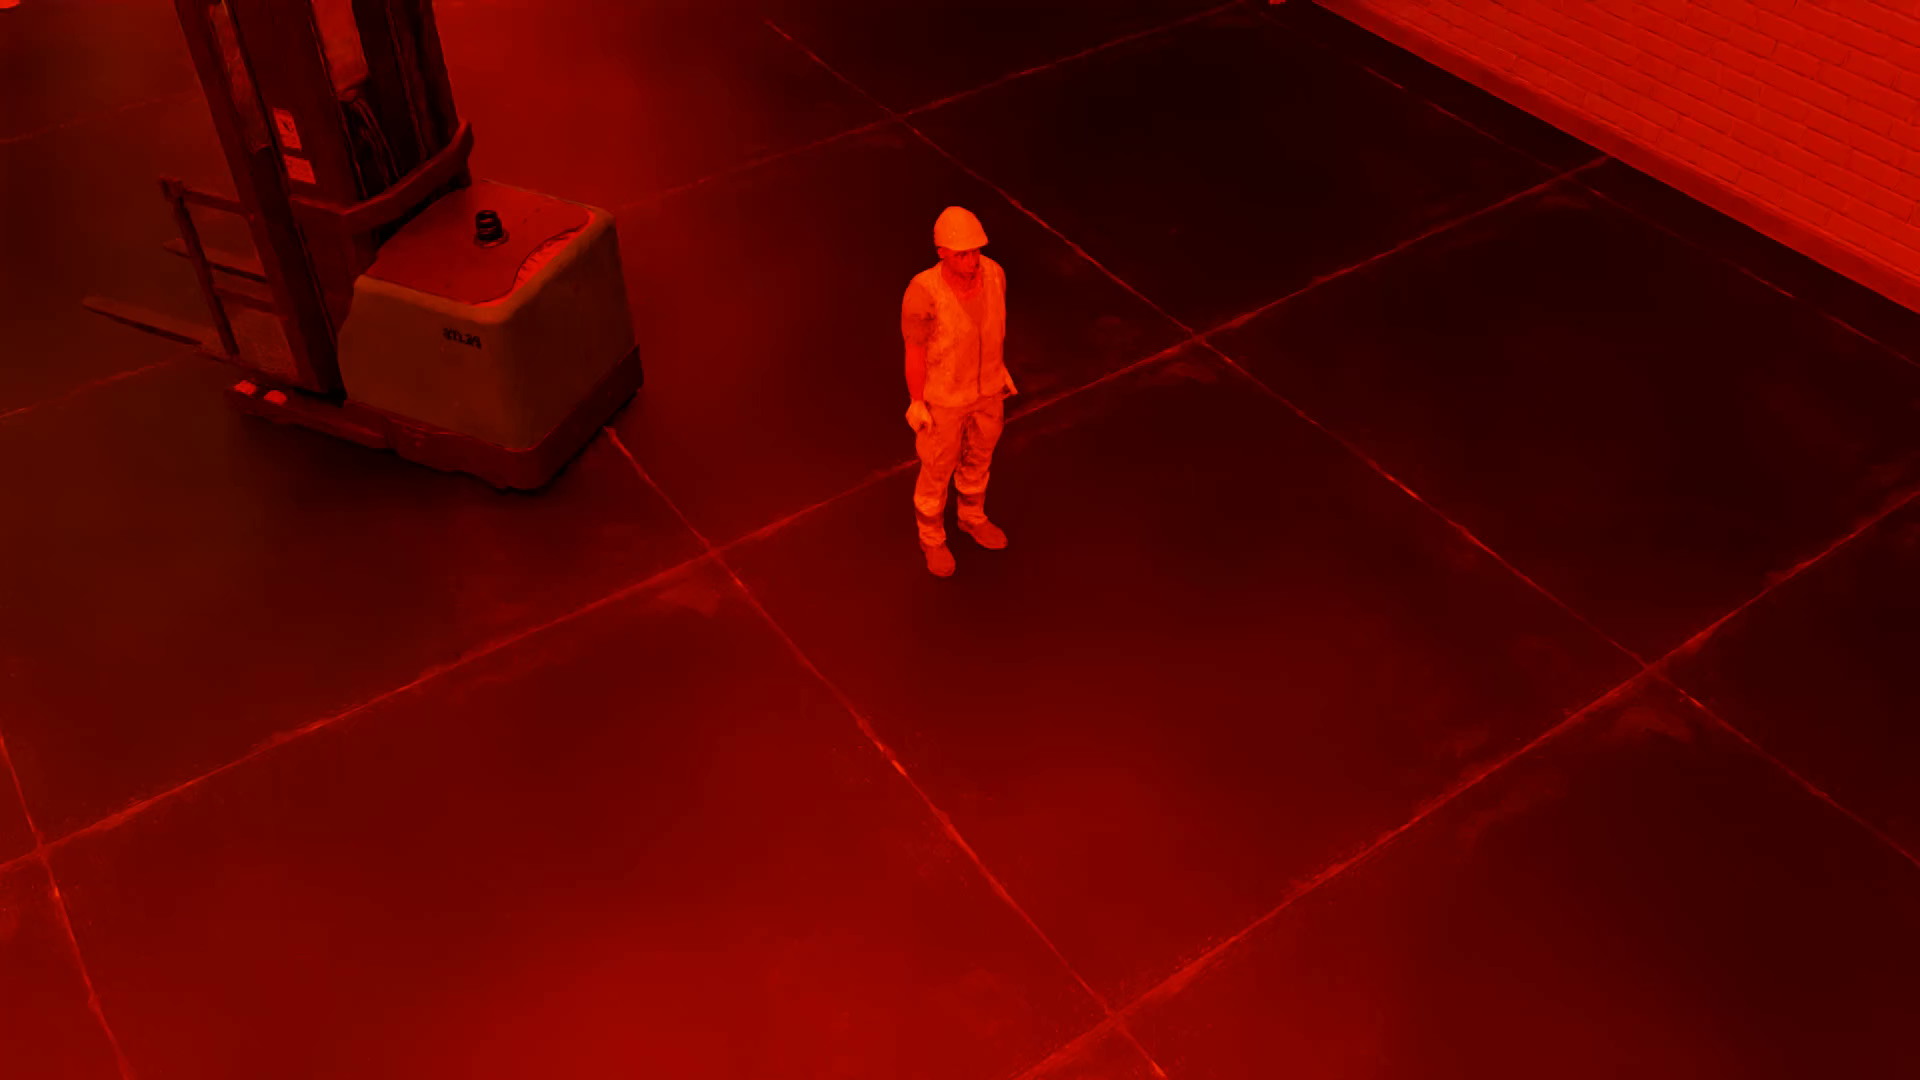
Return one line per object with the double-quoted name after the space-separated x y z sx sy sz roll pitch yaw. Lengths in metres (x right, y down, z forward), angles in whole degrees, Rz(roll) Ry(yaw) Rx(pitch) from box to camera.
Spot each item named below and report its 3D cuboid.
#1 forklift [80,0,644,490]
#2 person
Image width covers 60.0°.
-3.214 -1.986 7.870 3.031 2.935 1.130 17 45 17 "forklift"
0.013 -0.648 7.259 0.540 1.795 0.349 -25 48 -25 "person"
